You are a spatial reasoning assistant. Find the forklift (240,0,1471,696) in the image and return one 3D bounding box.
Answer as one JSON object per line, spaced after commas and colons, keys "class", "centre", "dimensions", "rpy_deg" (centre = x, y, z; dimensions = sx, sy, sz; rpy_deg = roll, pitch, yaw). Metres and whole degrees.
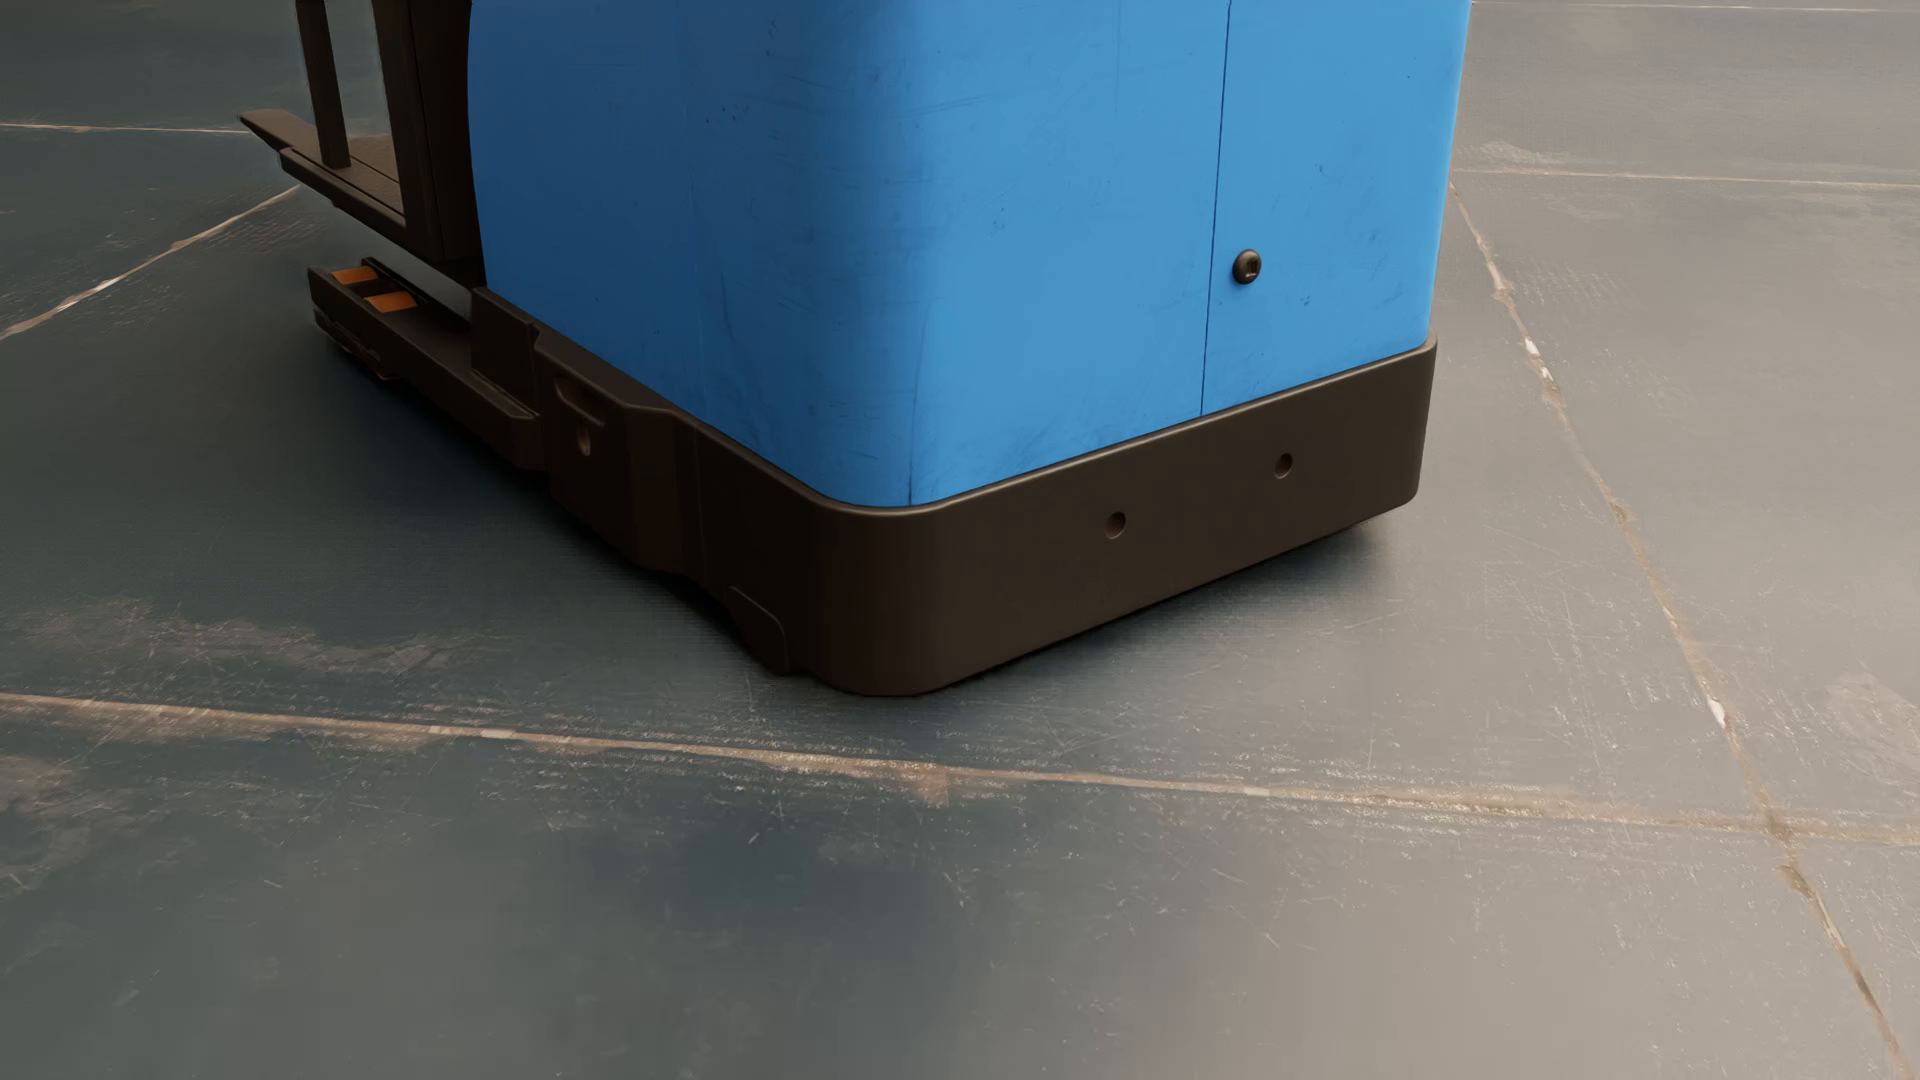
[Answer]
{"class": "forklift", "centre": [-0.601, -1.723, 2.670], "dimensions": [1.130, 2.935, 3.031], "rpy_deg": [-19, 32, -33]}
